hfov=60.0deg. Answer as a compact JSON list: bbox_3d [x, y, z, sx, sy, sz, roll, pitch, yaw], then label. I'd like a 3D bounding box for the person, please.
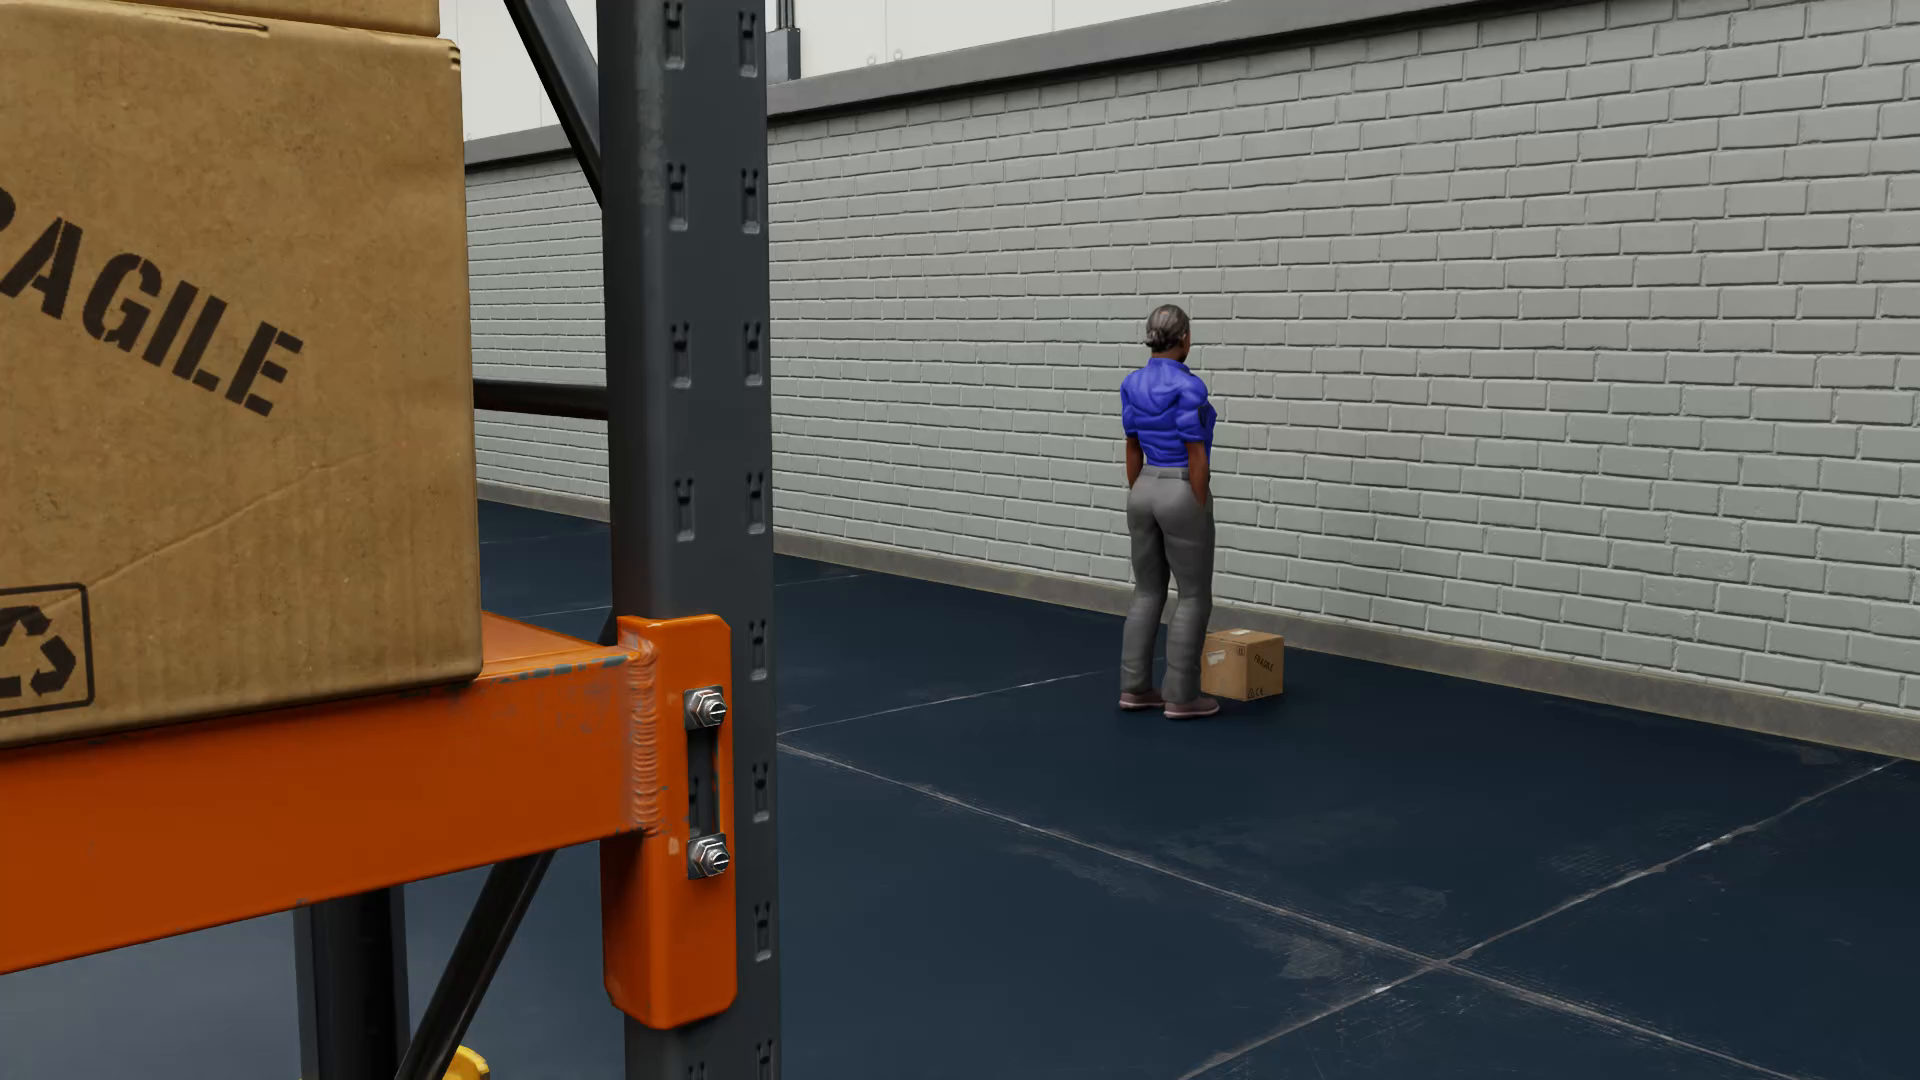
[{"bbox_3d":[0.844,-0.119,6.732,0.307,1.656,0.436,-6,10,-40],"label":"person"}]
